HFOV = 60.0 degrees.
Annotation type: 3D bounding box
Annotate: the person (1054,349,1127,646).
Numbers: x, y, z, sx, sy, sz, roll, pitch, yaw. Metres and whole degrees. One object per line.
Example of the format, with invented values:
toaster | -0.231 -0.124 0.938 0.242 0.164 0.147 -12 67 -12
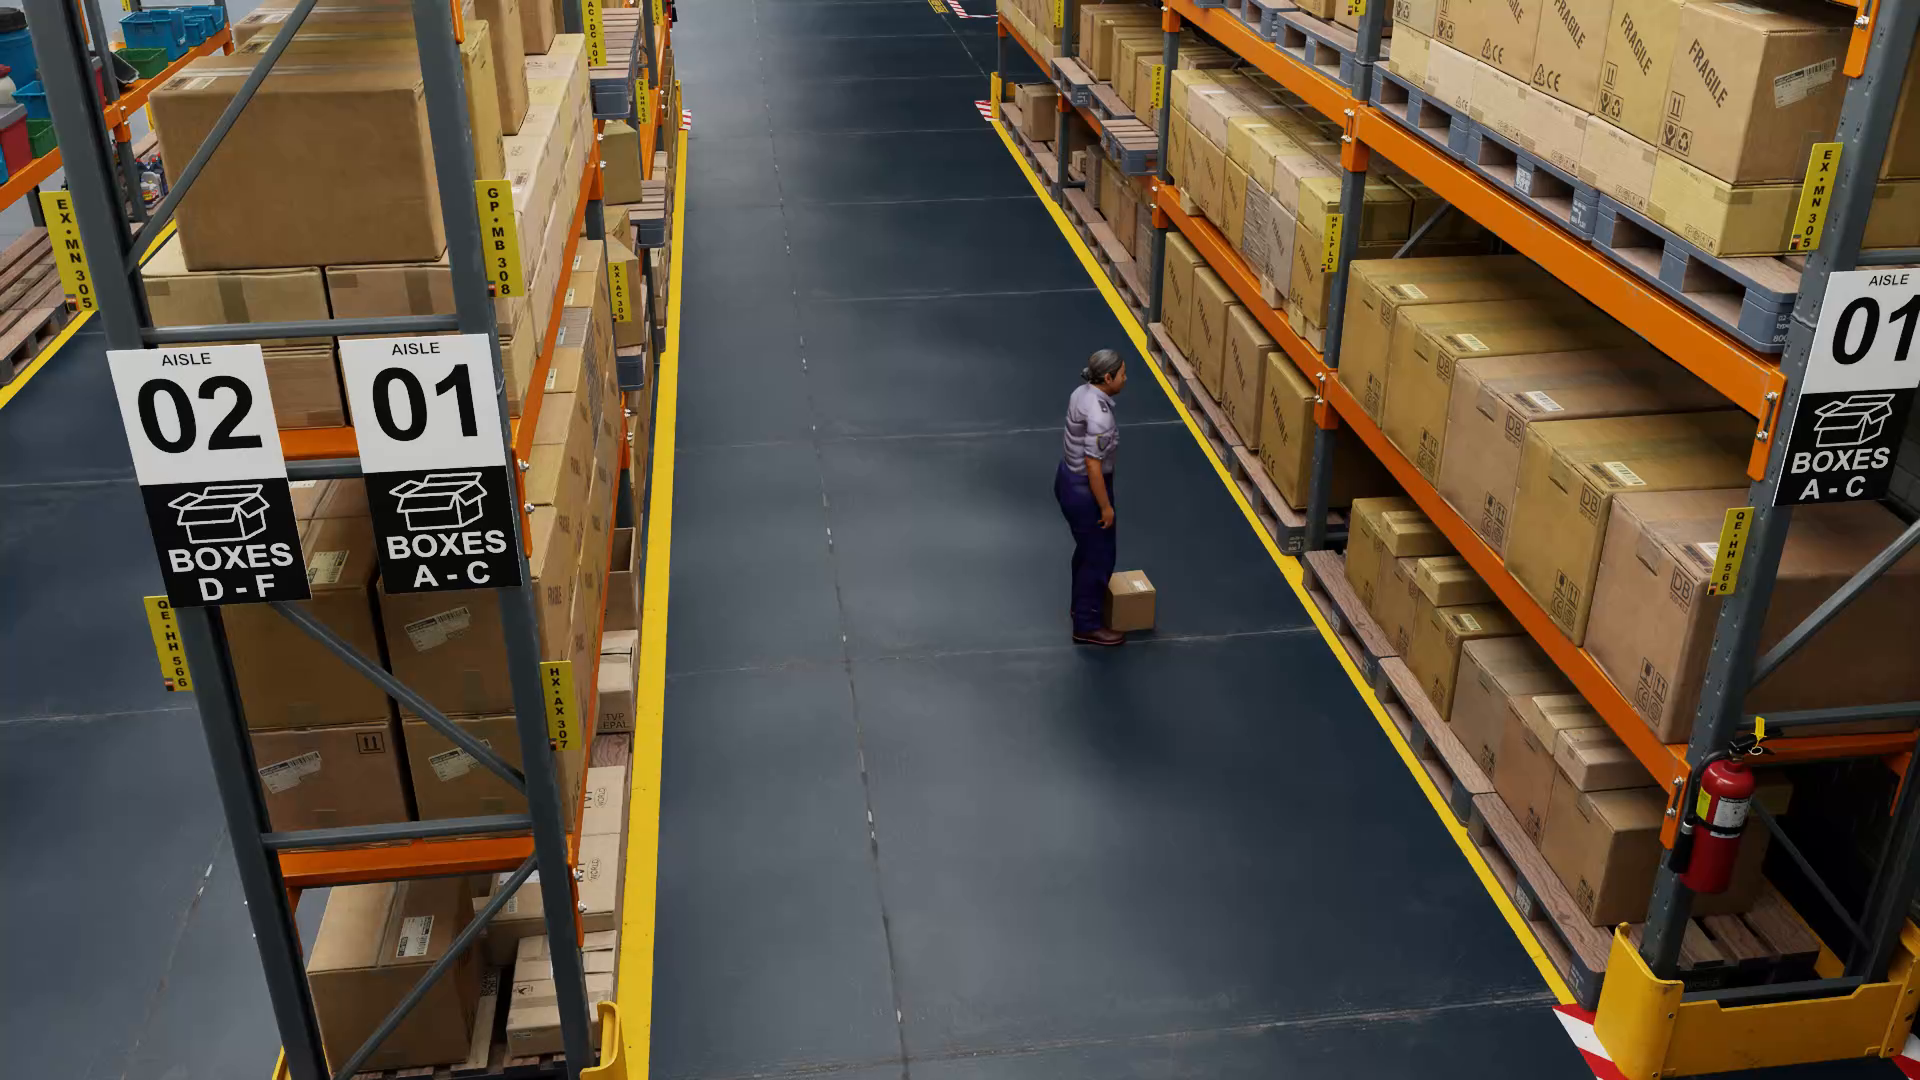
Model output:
person | 0.739 -0.256 9.122 0.412 1.652 0.539 -4 28 -7
